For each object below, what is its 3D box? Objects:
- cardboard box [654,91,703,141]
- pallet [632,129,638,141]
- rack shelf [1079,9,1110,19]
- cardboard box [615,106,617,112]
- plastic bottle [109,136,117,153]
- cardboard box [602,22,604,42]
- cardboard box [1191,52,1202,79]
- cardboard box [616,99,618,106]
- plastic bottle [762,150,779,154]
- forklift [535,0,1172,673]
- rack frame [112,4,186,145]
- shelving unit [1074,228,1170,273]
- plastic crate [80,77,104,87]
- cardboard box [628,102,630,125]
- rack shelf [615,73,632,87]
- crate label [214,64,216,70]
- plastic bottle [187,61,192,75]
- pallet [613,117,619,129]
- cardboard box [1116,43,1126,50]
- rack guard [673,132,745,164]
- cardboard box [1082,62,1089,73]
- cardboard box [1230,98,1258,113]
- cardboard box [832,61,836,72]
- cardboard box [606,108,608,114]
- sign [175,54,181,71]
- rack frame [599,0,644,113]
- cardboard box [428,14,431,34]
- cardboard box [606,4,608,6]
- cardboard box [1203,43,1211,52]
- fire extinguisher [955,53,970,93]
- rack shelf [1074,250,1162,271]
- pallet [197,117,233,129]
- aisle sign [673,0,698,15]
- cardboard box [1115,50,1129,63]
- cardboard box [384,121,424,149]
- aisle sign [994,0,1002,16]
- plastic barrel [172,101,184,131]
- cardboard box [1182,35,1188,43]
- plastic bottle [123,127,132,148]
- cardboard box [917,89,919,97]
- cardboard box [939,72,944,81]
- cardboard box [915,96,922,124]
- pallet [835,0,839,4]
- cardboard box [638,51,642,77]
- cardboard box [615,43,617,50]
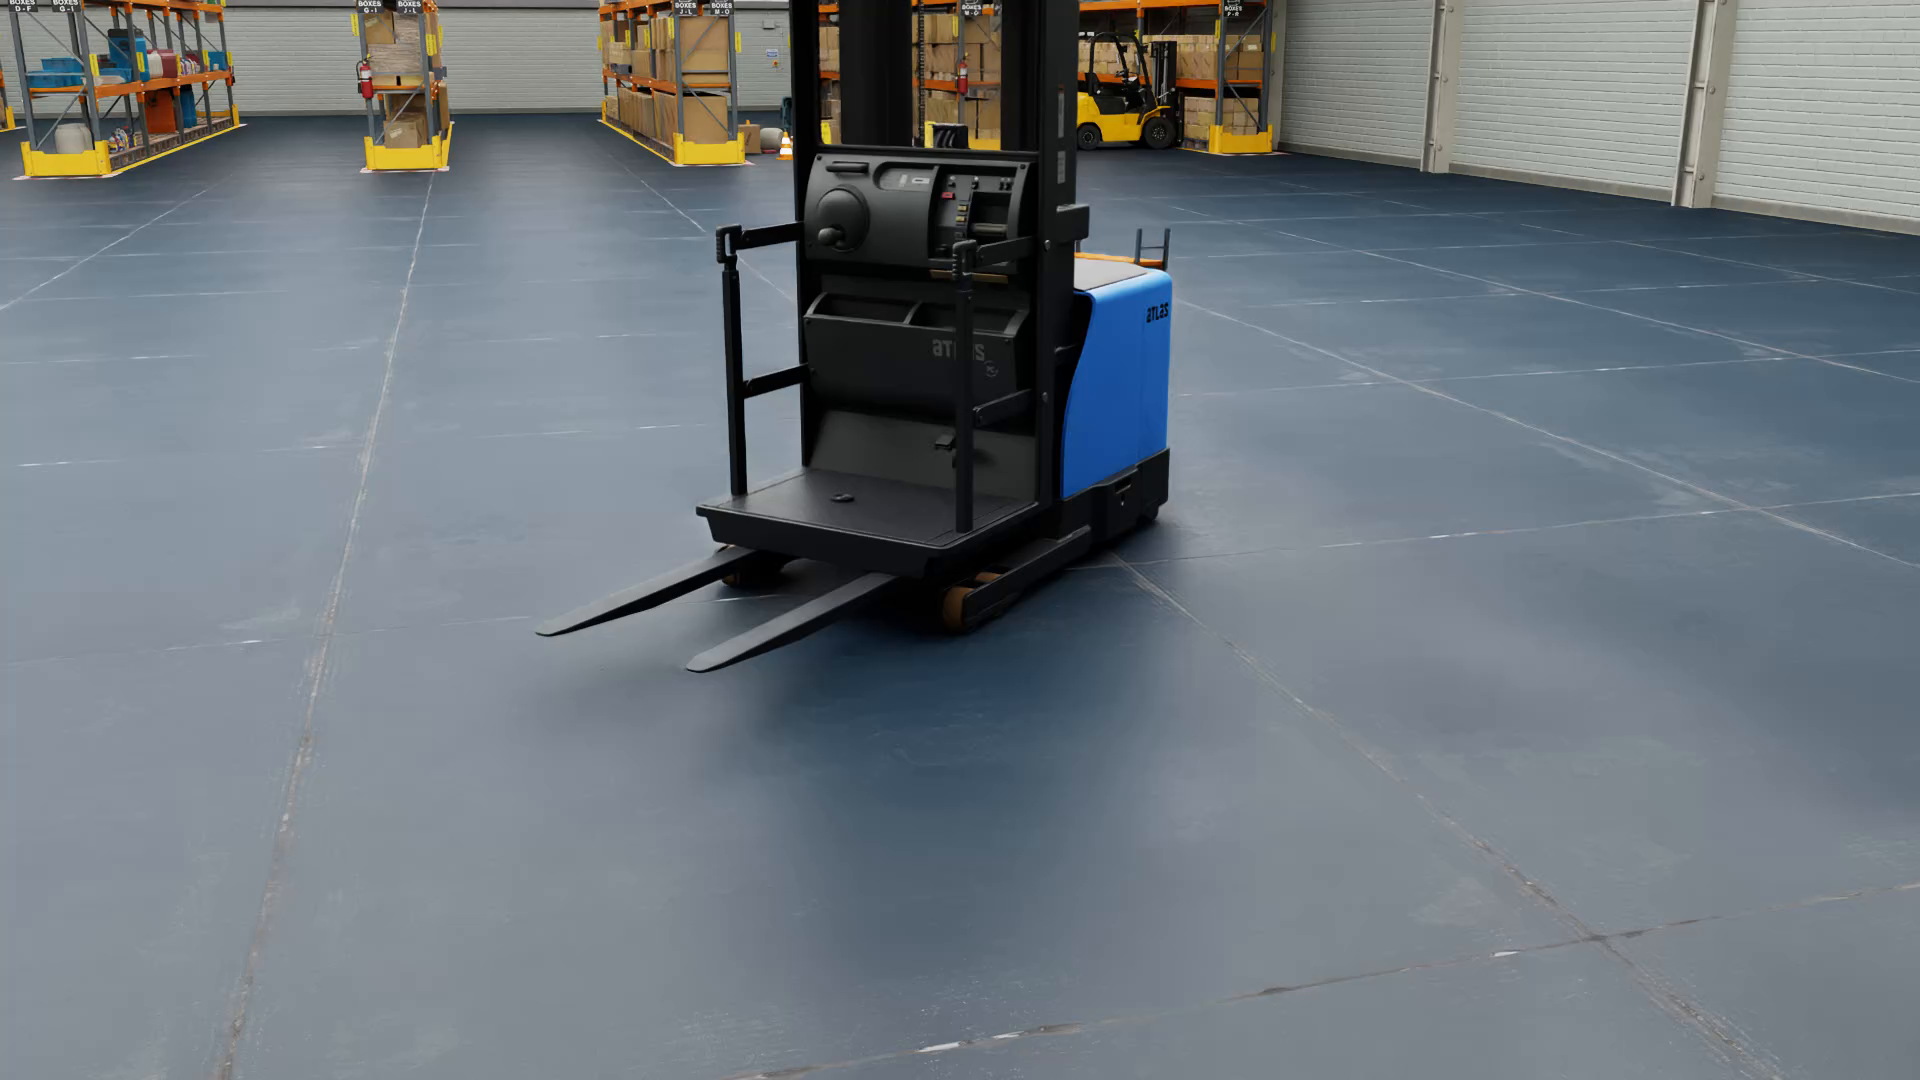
[{"bbox_3d":[-5.265,-7.987,31.289,0.875,0.875,0.875,-4,17,-14],"label":"cardboard box"},{"bbox_3d":[-6.325,-8.529,34.981,1.003,0.211,1.213,-5,17,-15],"label":"pallet"},{"bbox_3d":[2.484,-12.547,39.545,1.077,0.370,4.000,-5,17,-15],"label":"rack shelf"},{"bbox_3d":[-8.047,-10.310,39.768,0.380,0.149,0.250,-6,18,-18],"label":"cardboard box"},{"bbox_3d":[-14.029,-6.551,27.523,0.097,0.271,0.097,0,17,0],"label":"plastic bottle"},{"bbox_3d":[-8.655,-12.687,41.545,0.500,0.500,0.500,-4,17,-14],"label":"cardboard box"},{"bbox_3d":[4.711,-8.996,31.514,0.500,0.500,0.500,-4,17,-14],"label":"cardboard box"},{"bbox_3d":[-8.025,-10.462,39.757,0.380,0.149,0.250,-4,17,-15],"label":"cardboard box"},{"bbox_3d":[-3.507,-7.190,30.781,0.283,0.061,0.133,-12,20,-34],"label":"plastic bottle"},{"bbox_3d":[-0.275,-1.226,5.940,1.130,2.935,3.031,10,19,29],"label":"forklift"},{"bbox_3d":[-16.028,-9.333,32.809,1.000,3.000,0.127,-5,17,-15],"label":"rack frame"},{"bbox_3d":[0.639,-0.832,7.607,0.503,1.200,0.258,14,18,39],"label":"shelving unit"},{"bbox_3d":[-13.766,-7.267,26.389,0.298,0.136,0.250,-5,17,-15],"label":"plastic crate"},{"bbox_3d":[-7.041,-9.398,36.641,0.500,0.500,0.500,-4,17,-13],"label":"cardboard box"},{"bbox_3d":[-7.019,-10.298,37.270,1.077,0.370,4.000,-5,17,-15],"label":"rack shelf"},{"bbox_3d":[-17.663,-11.081,38.981,0.396,0.136,0.243,-5,17,-15],"label":"crate label"},{"bbox_3d":[-16.470,-10.056,35.432,0.152,0.276,0.135,-5,17,-15],"label":"plastic bottle"},{"bbox_3d":[-7.787,-10.043,40.019,1.003,0.211,1.213,-5,17,-15],"label":"pallet"},{"bbox_3d":[3.521,-10.435,35.175,0.380,0.149,0.250,-5,18,-17],"label":"cardboard box"},{"bbox_3d":[-4.264,-6.672,28.296,1.175,0.500,0.348,-5,17,-15],"label":"rack guard"},{"bbox_3d":[3.054,-10.548,37.115,0.500,0.250,0.500,-5,17,-16],"label":"cardboard box"},{"bbox_3d":[5.282,-8.200,31.348,0.500,0.250,0.500,-5,17,-16],"label":"cardboard box"},{"bbox_3d":[-2.701,-11.114,38.999,0.500,0.250,0.500,-5,17,-16],"label":"cardboard box"},{"bbox_3d":[-8.832,-10.967,42.475,0.380,0.149,0.250,-4,17,-14],"label":"cardboard box"},{"bbox_3d":[-15.501,-9.457,32.937,0.100,0.325,0.005,-5,17,-15],"label":"sign"},{"bbox_3d":[-8.668,-12.302,42.692,1.000,3.000,0.127,-5,17,-15],"label":"rack frame"},{"bbox_3d":[-9.640,-9.047,29.426,0.500,0.500,0.500,-5,17,-15],"label":"cardboard box"},{"bbox_3d":[-8.229,-12.954,39.910,0.500,0.250,0.500,-5,17,-16],"label":"cardboard box"},{"bbox_3d":[4.769,-9.190,31.029,0.380,0.149,0.250,-4,17,-14],"label":"cardboard box"},{"bbox_3d":[0.049,-8.190,29.139,0.296,0.674,0.183,-5,17,-15],"label":"fire extinguisher"},{"bbox_3d":[0.657,-1.214,7.515,0.480,0.148,0.258,14,18,39],"label":"rack shelf"},{"bbox_3d":[-18.038,-9.979,39.807,1.003,0.211,1.213,-5,17,-15],"label":"pallet"},{"bbox_3d":[-4.540,-9.078,27.440,0.394,0.787,0.004,-5,17,-15],"label":"aisle sign"},{"bbox_3d":[3.604,-10.220,35.154,0.500,0.250,0.500,-5,17,-17],"label":"cardboard box"},{"bbox_3d":[-9.223,-6.690,27.625,0.500,0.500,0.500,-1,17,-5],"label":"cardboard box"},{"bbox_3d":[0.776,-9.548,29.005,0.394,0.787,0.004,-5,17,-15],"label":"aisle sign"},{"bbox_3d":[-16.490,-8.826,34.582,0.600,0.588,0.708,-5,17,-15],"label":"plastic barrel"},{"bbox_3d":[4.484,-9.617,31.937,0.380,0.149,0.250,-4,17,-14],"label":"cardboard box"},{"bbox_3d":[-14.422,-6.960,28.750,0.144,0.351,0.185,-6,18,-18],"label":"plastic bottle"},{"bbox_3d":[-0.616,-8.590,31.954,0.380,0.149,0.250,-4,17,-13],"label":"cardboard box"},{"bbox_3d":[-0.174,-8.464,30.353,0.380,0.149,0.250,-4,17,-14],"label":"cardboard box"},{"bbox_3d":[-0.578,-8.314,32.161,0.500,0.500,0.500,-4,17,-13],"label":"cardboard box"},{"bbox_3d":[-2.276,-12.337,37.925,1.003,0.211,1.213,-4,17,-13],"label":"pallet"},{"bbox_3d":[-6.190,-9.573,33.435,0.500,0.500,0.500,-5,17,-16],"label":"cardboard box"},{"bbox_3d":[-7.469,-10.984,36.977,0.380,0.149,0.250,-4,17,-14],"label":"cardboard box"}]
